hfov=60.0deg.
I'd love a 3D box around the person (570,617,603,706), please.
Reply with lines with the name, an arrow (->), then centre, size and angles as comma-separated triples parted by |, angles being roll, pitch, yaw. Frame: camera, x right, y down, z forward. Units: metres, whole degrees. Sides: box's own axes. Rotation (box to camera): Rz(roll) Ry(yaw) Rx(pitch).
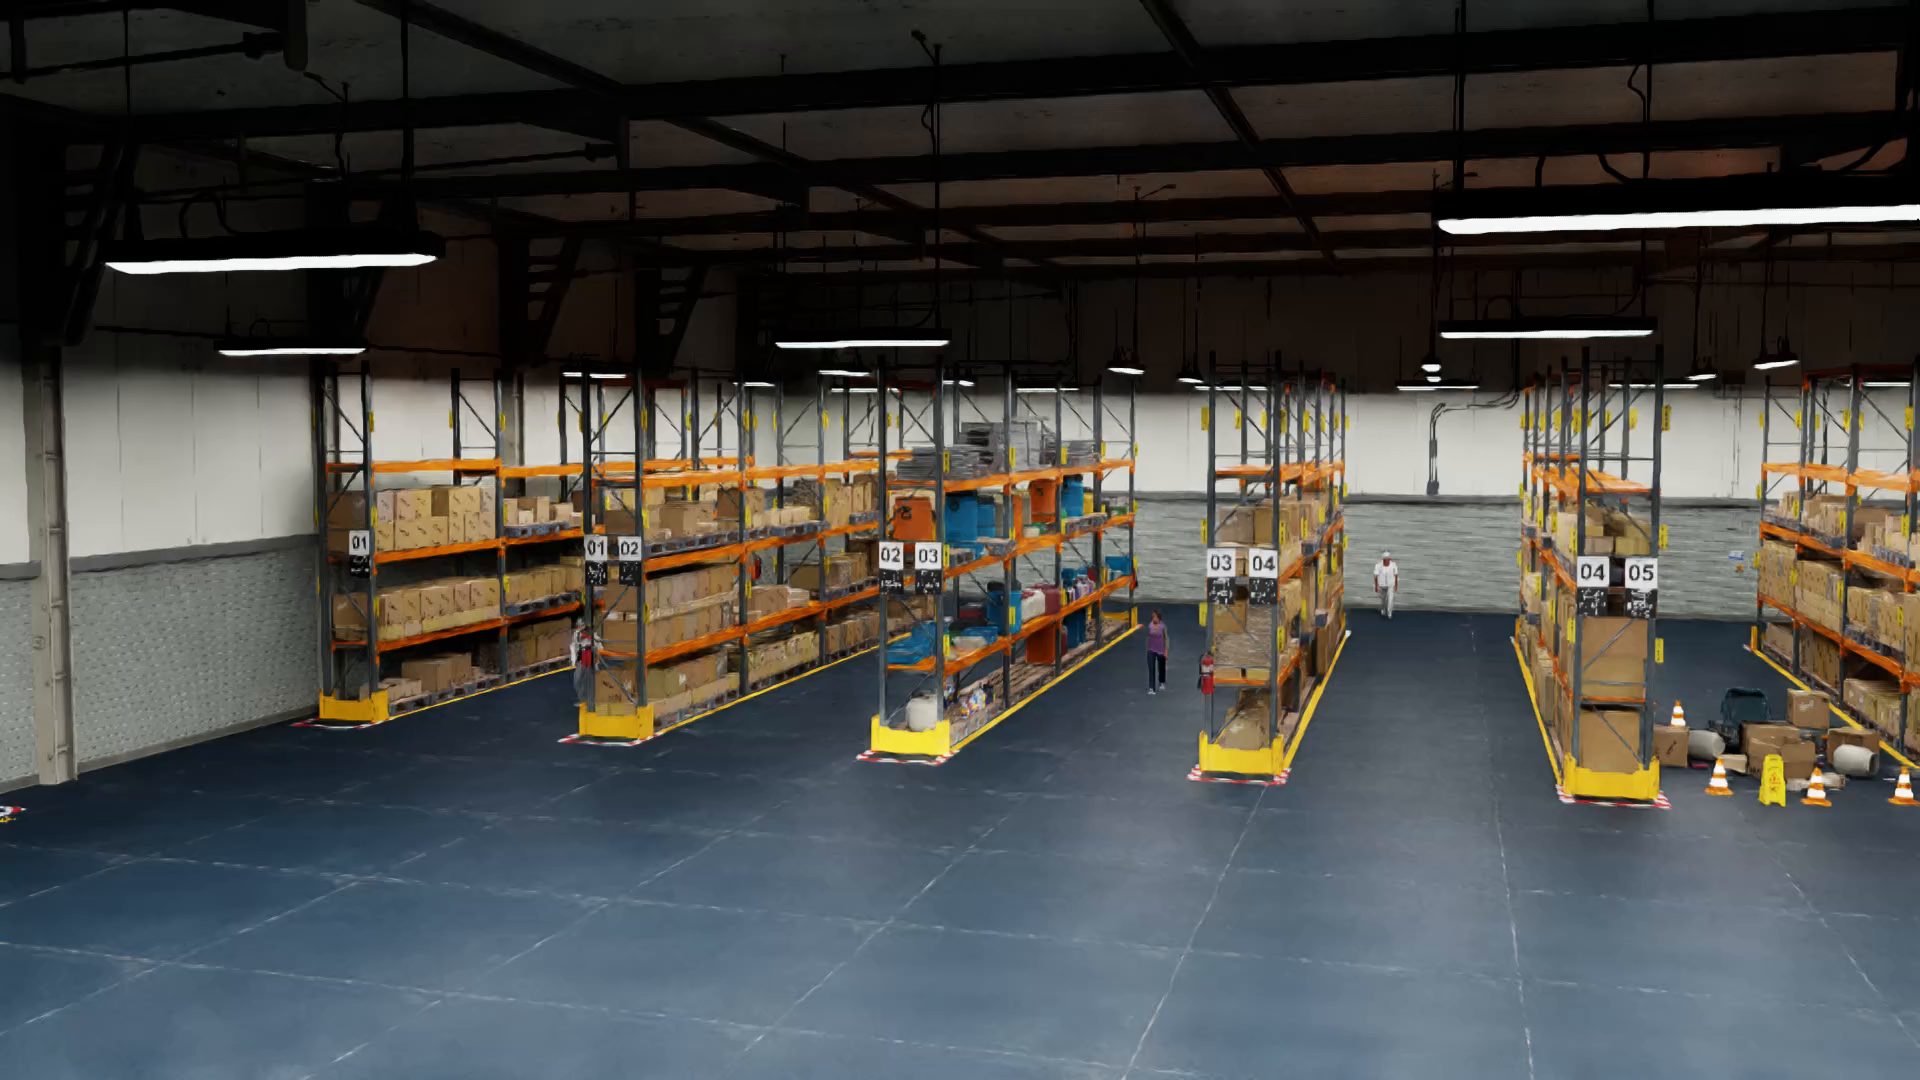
person -> -6.515, 2.124, 28.991 | 0.639, 1.632, 0.506 | 1, 4, 14

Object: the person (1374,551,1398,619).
person -> 10.836, 1.123, 42.342 | 0.577, 1.691, 1.121 | 1, 4, 18

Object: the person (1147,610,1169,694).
person -> 3.648, 2.038, 30.601 | 0.430, 1.540, 0.948 | 1, 4, 15
